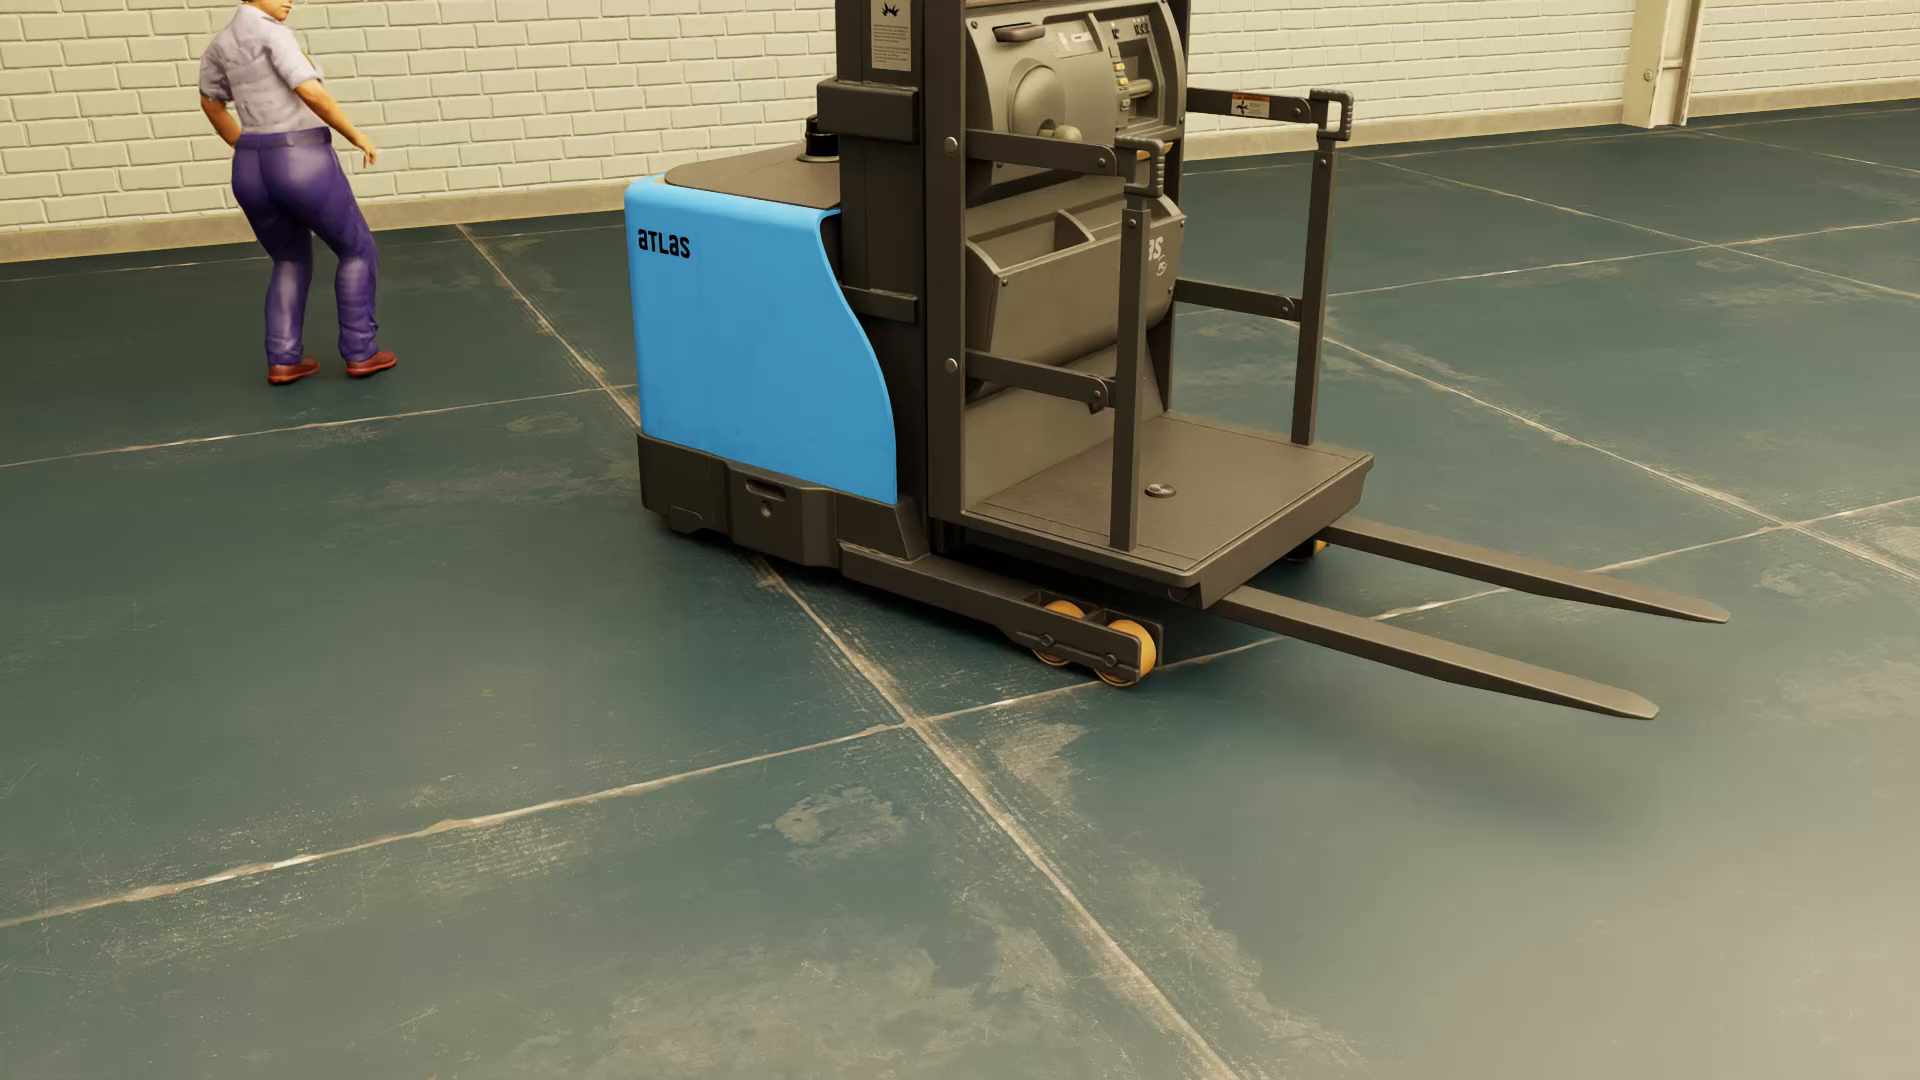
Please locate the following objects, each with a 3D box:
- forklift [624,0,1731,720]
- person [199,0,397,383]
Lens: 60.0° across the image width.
[{"bbox_3d":[0.488,-1.213,4.206,3.031,2.935,1.130,16,27,34],"label":"forklift"},{"bbox_3d":[-2.582,-1.416,6.436,0.685,1.614,0.492,9,24,20],"label":"person"}]
